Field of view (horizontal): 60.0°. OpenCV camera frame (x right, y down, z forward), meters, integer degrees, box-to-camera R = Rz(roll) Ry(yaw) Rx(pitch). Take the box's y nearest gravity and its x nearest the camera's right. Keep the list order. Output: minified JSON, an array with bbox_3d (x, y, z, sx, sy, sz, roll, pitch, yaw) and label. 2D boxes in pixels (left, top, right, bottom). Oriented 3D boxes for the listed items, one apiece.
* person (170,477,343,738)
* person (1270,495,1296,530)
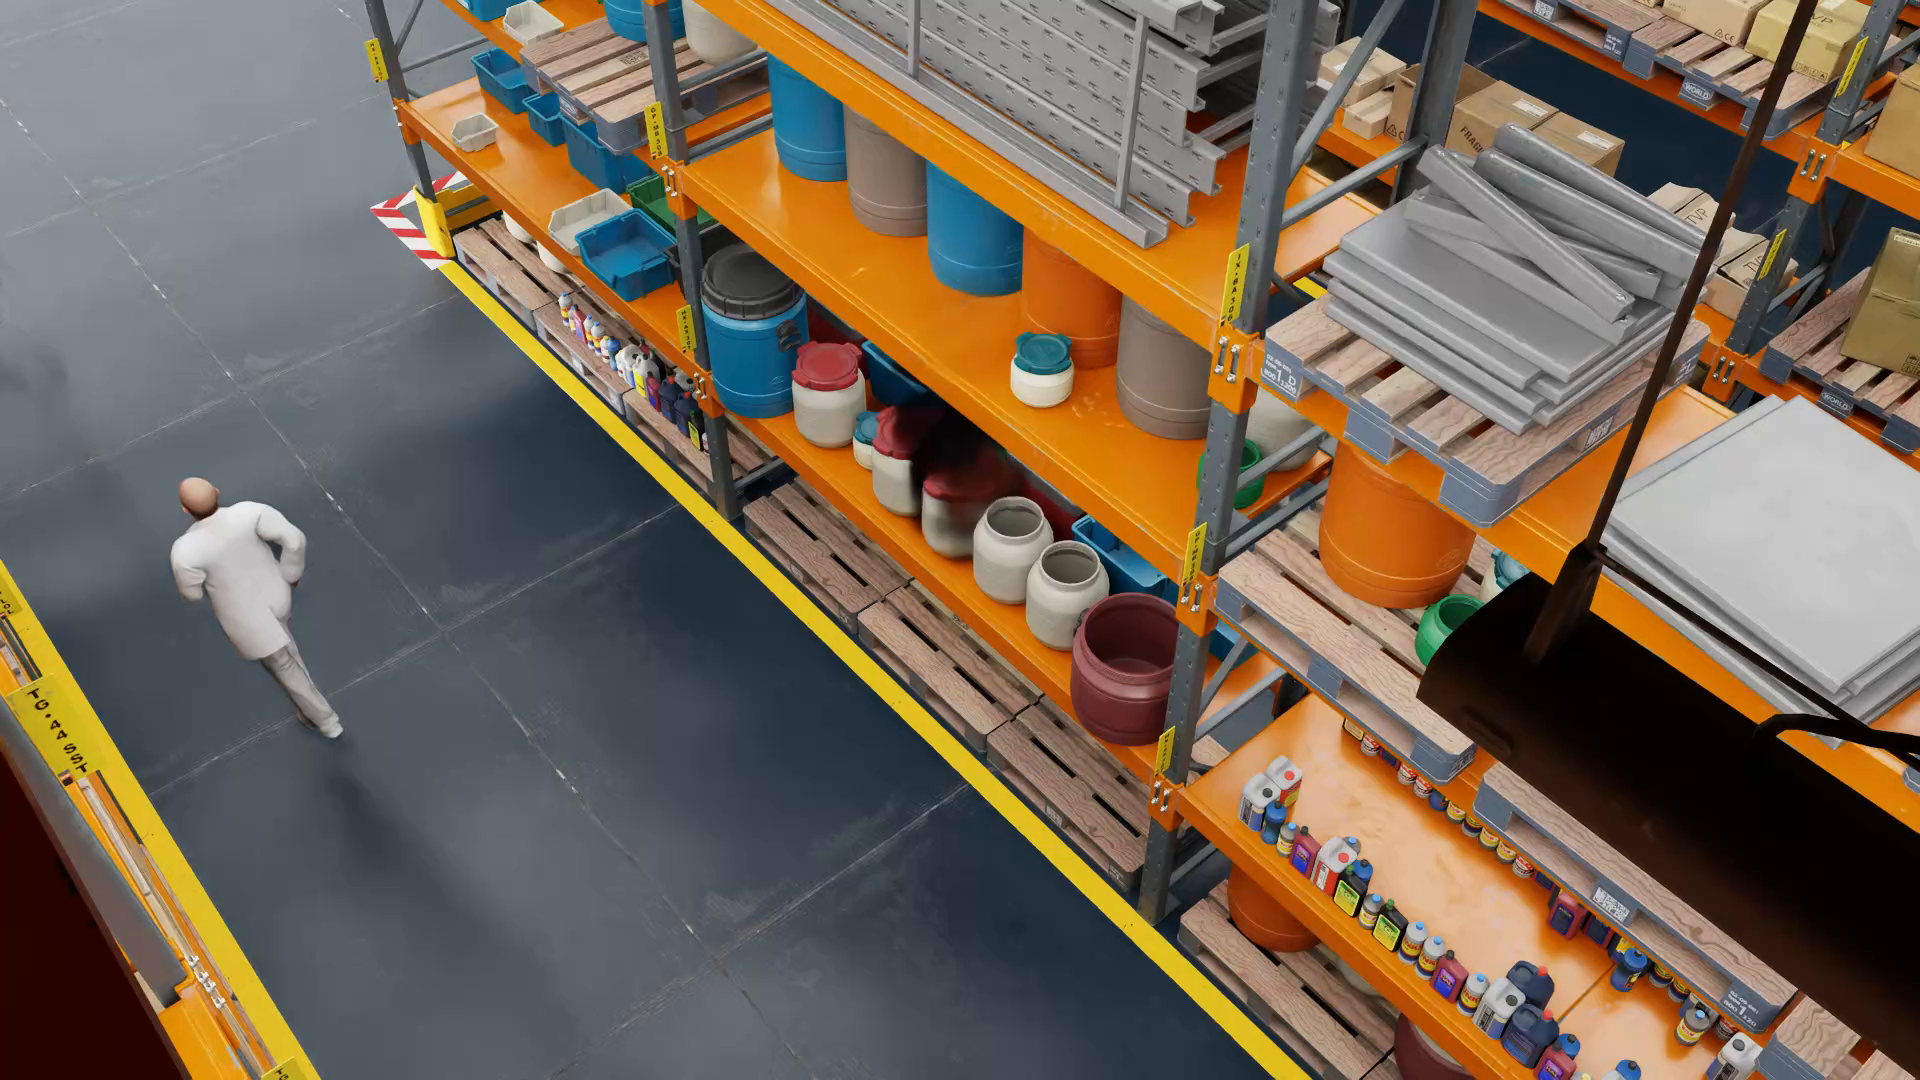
[{"bbox_3d":[-3.839,0.375,9.061,0.885,1.877,0.613,26,52,23],"label":"person"},{"bbox_3d":[1.925,-0.699,10.086,0.624,1.696,0.809,-34,55,-28],"label":"person"}]
